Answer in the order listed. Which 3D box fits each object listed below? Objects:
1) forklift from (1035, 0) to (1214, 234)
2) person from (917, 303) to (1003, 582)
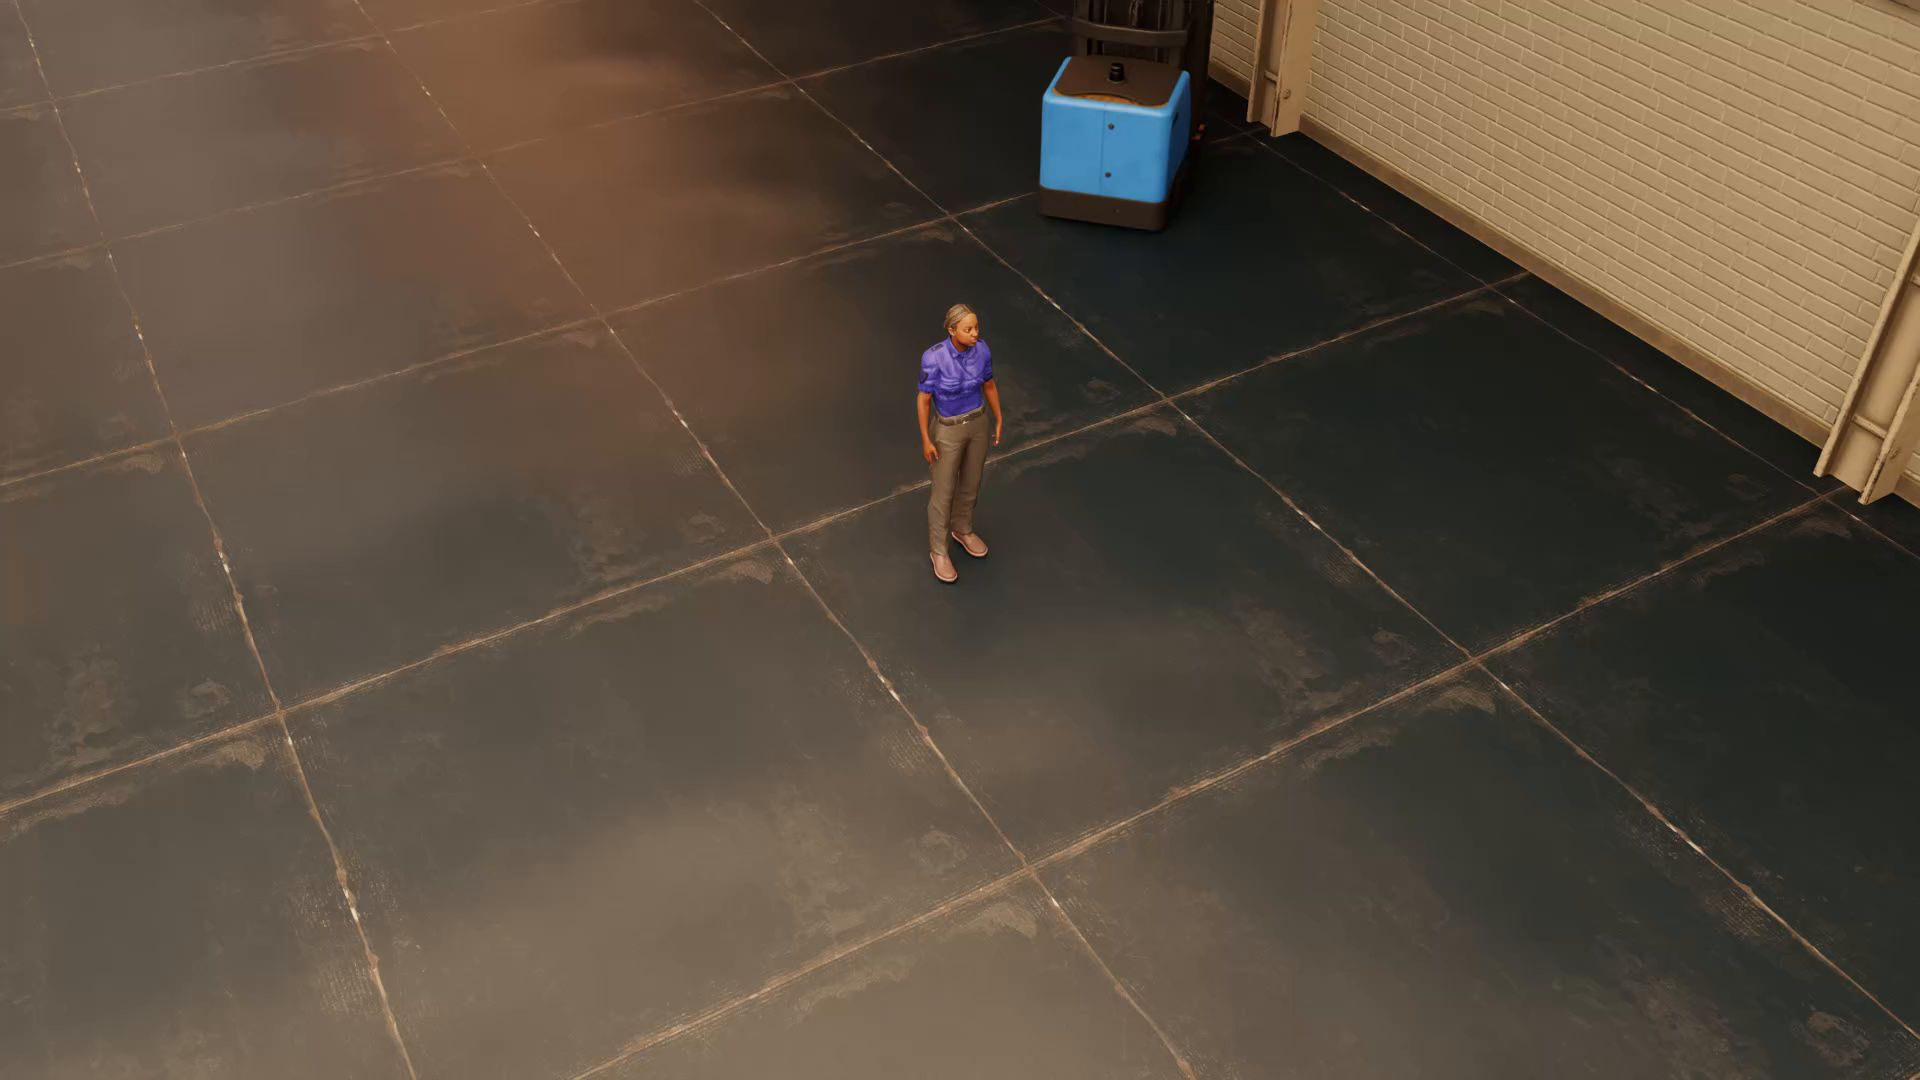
[{"bbox_3d":[1.517,-4.497,13.458,1.130,2.935,3.031,11,41,13],"label":"forklift"},{"bbox_3d":[0.027,-0.588,9.733,0.569,1.656,0.503,-20,44,-23],"label":"person"}]
